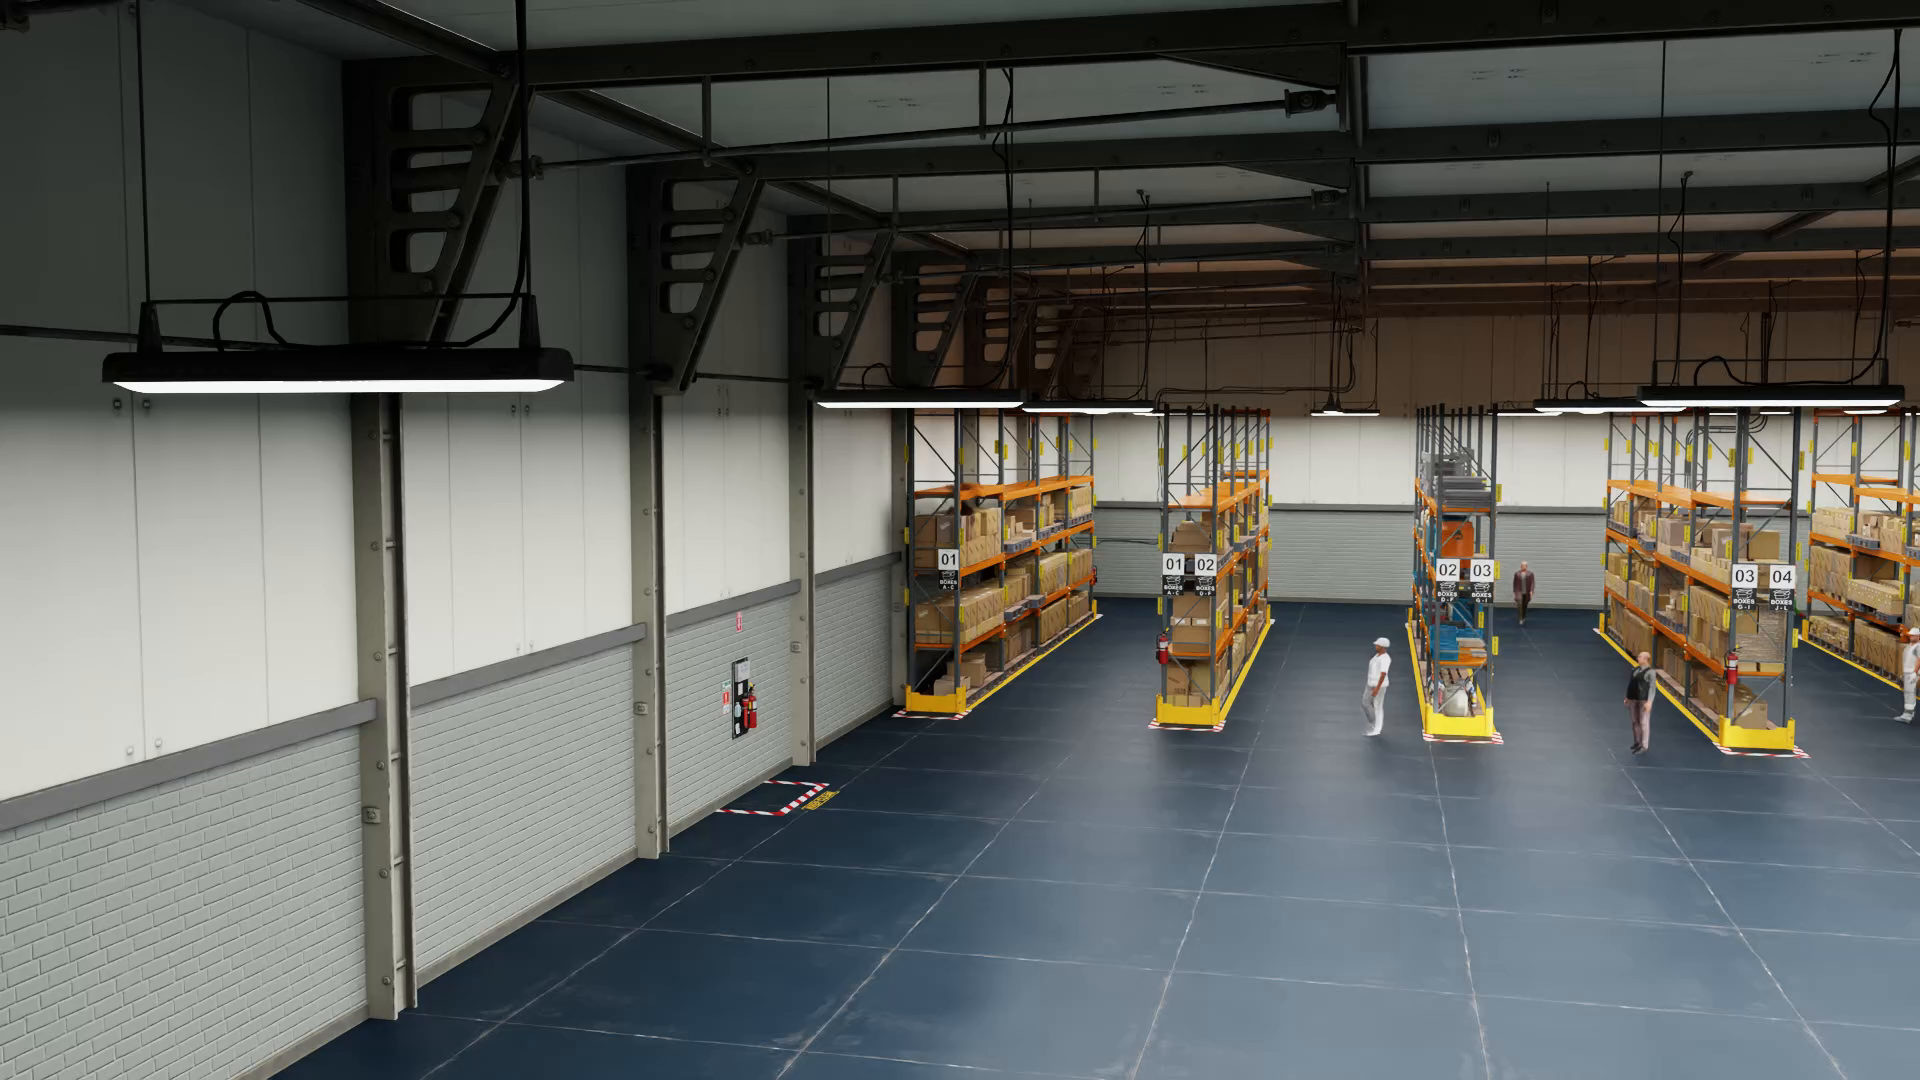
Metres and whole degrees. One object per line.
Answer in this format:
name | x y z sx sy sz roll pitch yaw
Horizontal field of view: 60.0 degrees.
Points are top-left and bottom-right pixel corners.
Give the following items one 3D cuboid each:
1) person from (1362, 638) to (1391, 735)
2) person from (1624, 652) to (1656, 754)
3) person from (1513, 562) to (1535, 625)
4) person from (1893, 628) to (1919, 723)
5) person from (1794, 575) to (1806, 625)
person | 7.562 2.669 30.168 0.511 1.805 0.602 -1 4 -18
person | 11.700 2.790 28.614 0.522 1.733 0.547 -3 5 -39
person | 15.684 1.471 46.180 0.547 1.719 1.092 1 4 8
person | 17.926 2.545 31.389 0.489 1.790 0.607 2 5 24
person | 22.751 1.521 45.639 1.026 1.755 0.573 0 4 2
